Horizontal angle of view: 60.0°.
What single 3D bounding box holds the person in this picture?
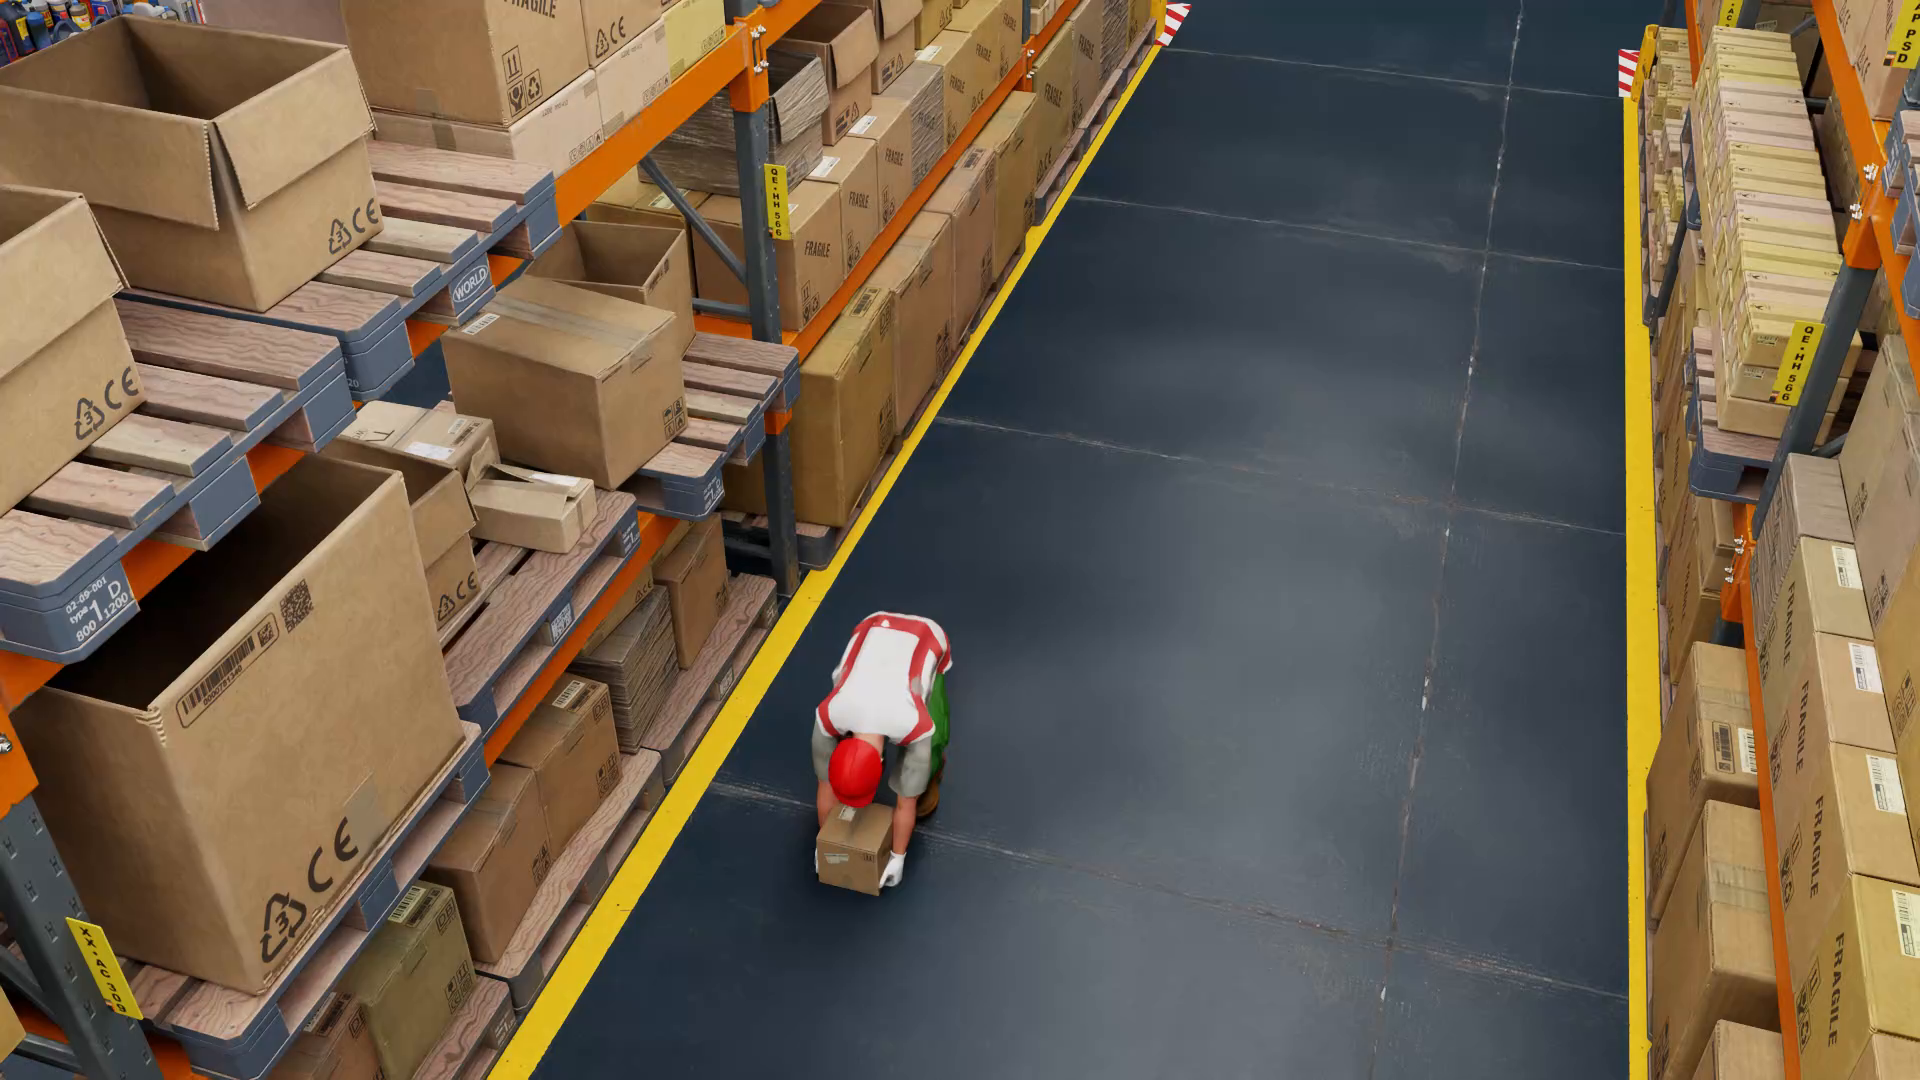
[{"bbox_3d":[-0.314,0.819,6.606,0.529,0.843,0.966,10,38,13],"label":"person"}]
